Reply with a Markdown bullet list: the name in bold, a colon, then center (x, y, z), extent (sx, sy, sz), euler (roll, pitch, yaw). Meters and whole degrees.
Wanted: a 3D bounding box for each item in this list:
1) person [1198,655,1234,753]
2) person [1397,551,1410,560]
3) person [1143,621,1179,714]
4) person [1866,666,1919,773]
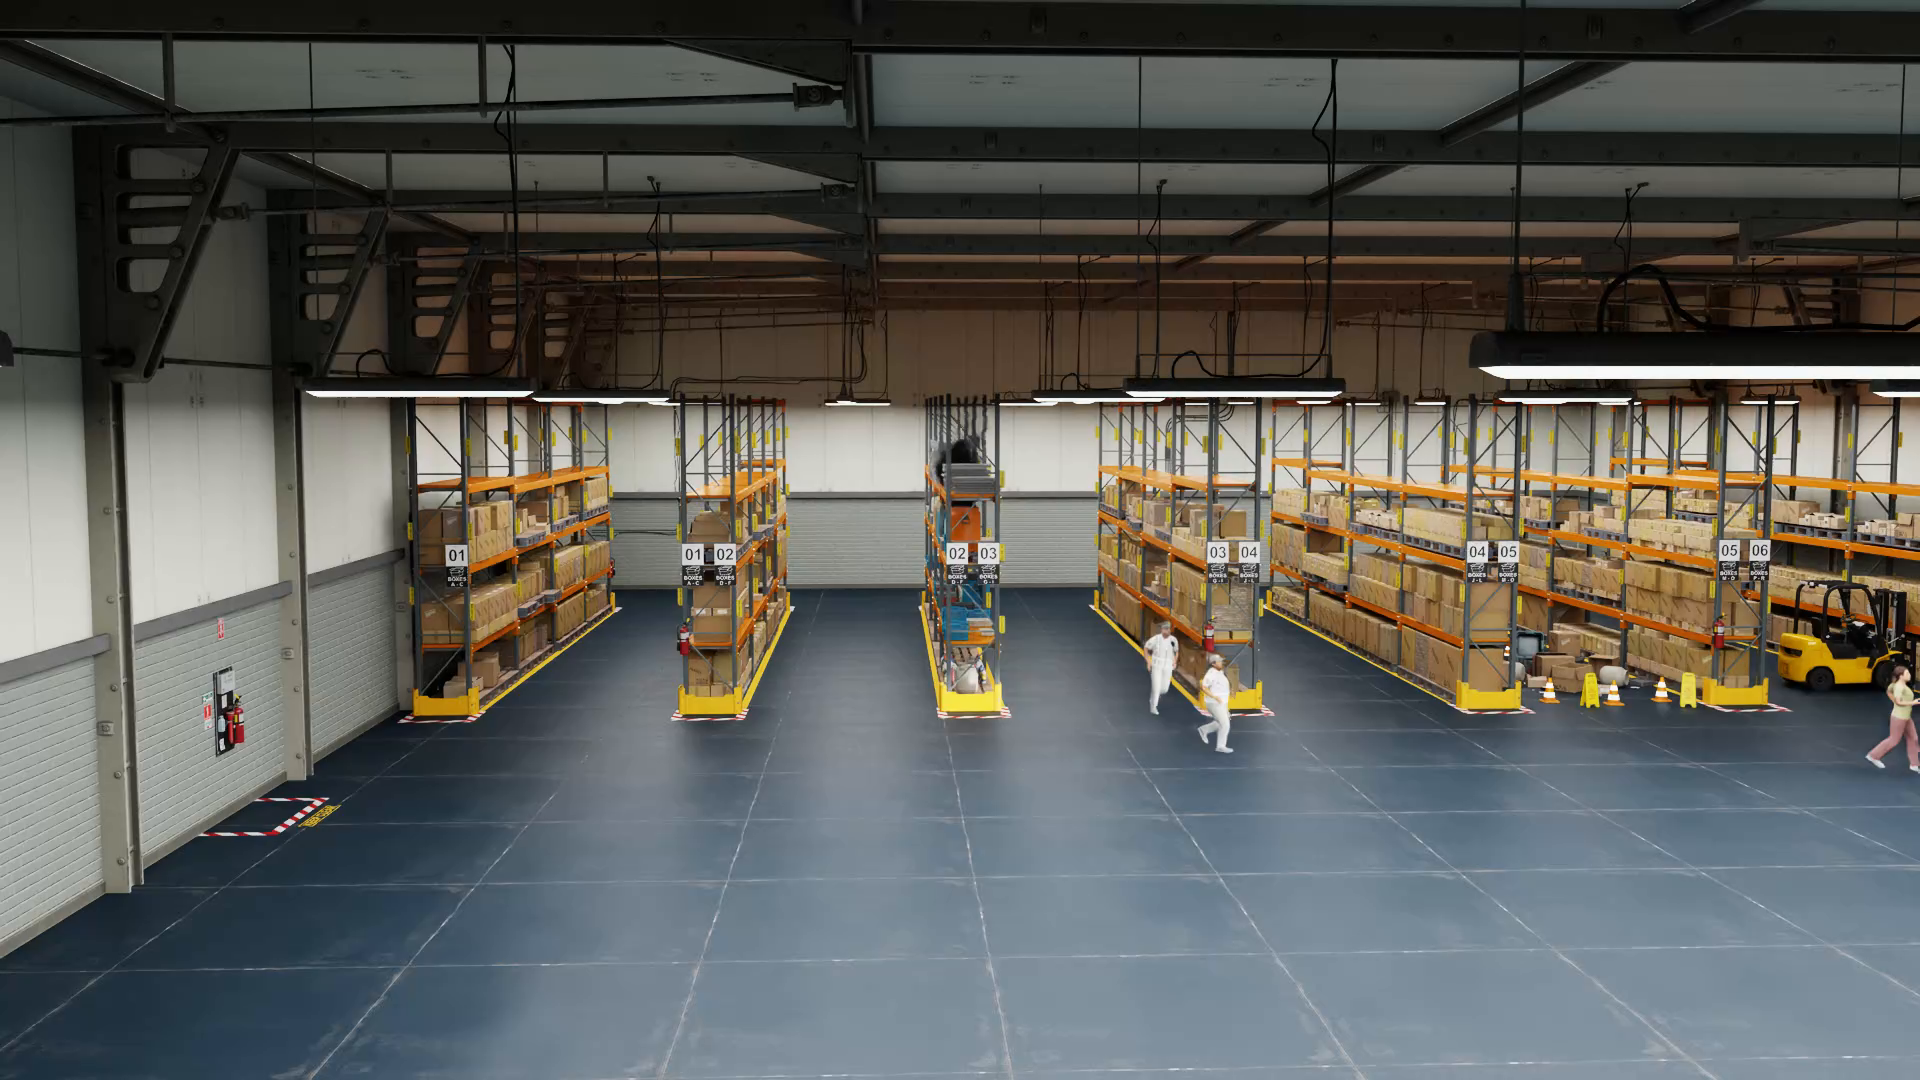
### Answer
- **person**: center (4.254, 2.718, 27.791), extent (0.687, 1.621, 0.613), euler (3, 5, 32)
- **person**: center (13.105, 1.001, 49.390), extent (0.835, 1.684, 0.603), euler (0, 5, 2)
- **person**: center (3.819, 2.395, 31.489), extent (0.702, 1.749, 0.647), euler (-1, 5, -11)
- **person**: center (14.715, 2.810, 26.025), extent (0.910, 1.687, 0.573), euler (4, 6, 38)
